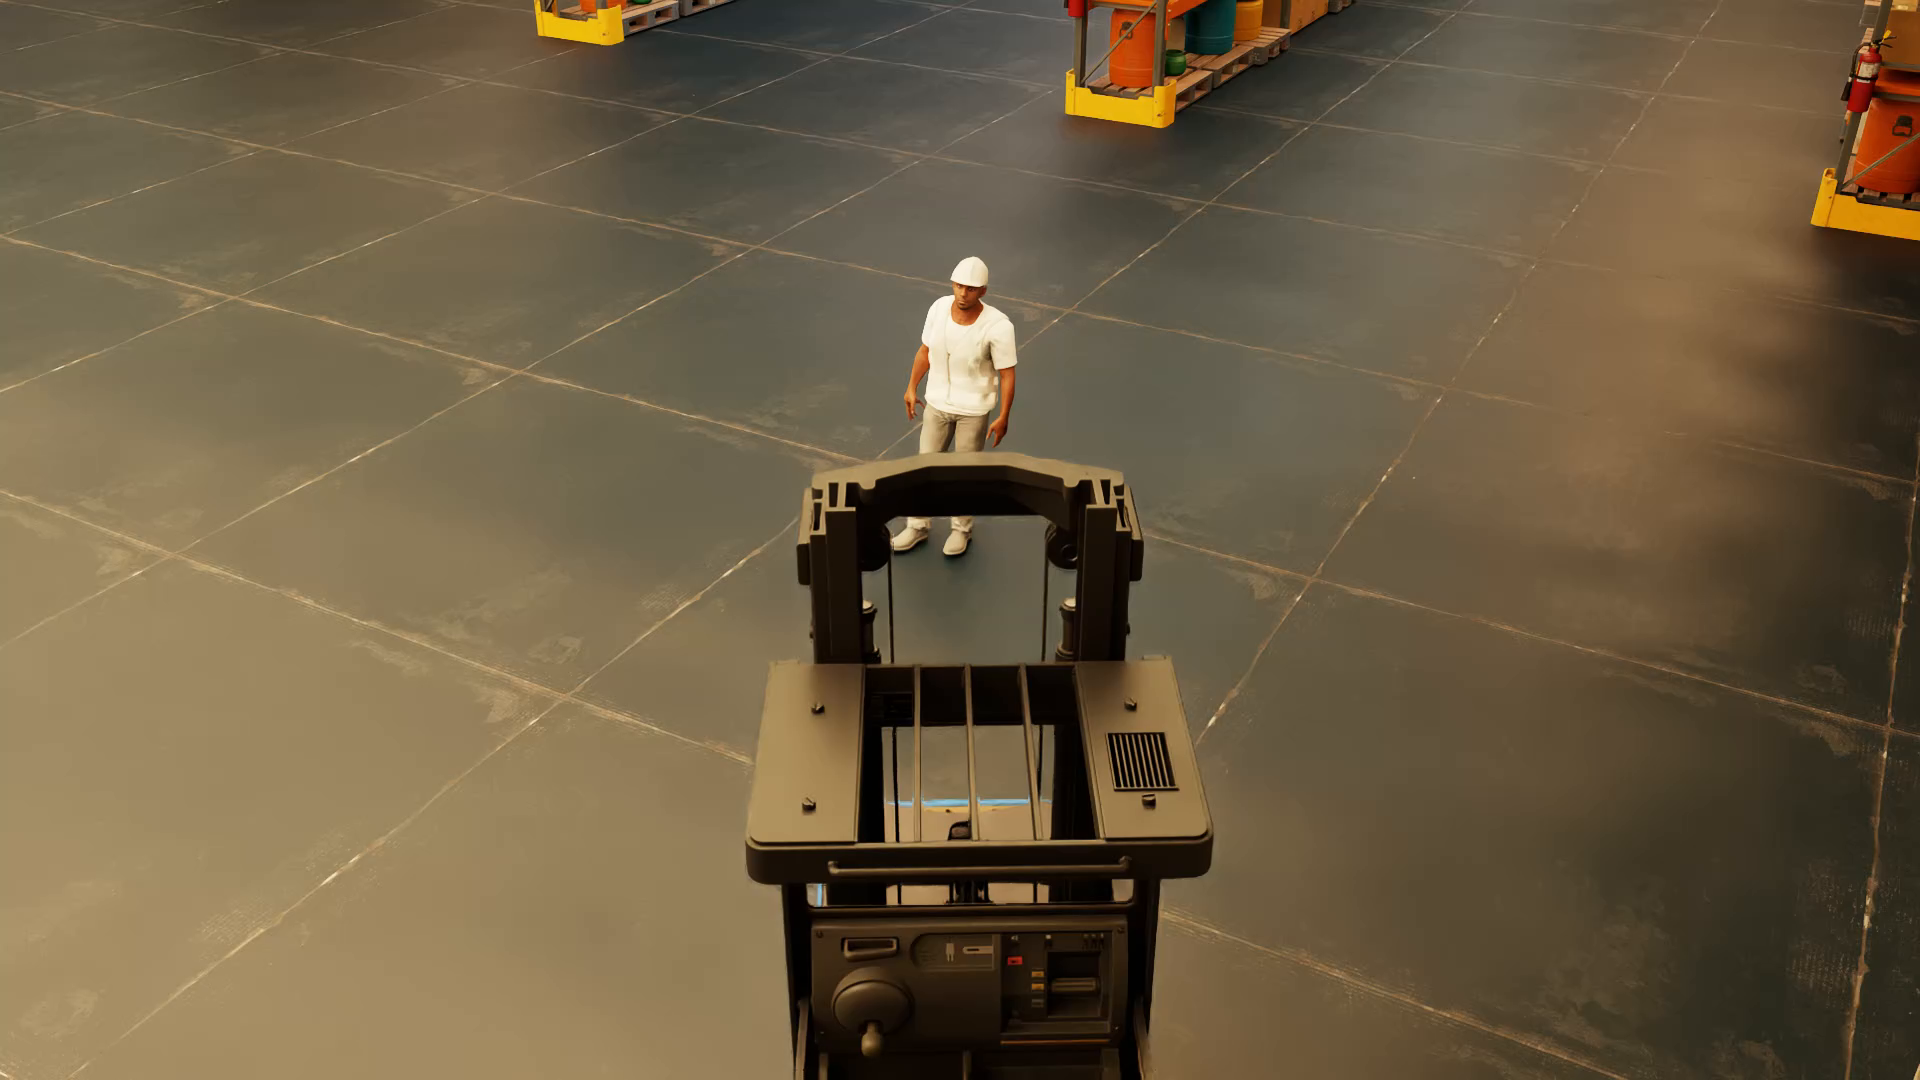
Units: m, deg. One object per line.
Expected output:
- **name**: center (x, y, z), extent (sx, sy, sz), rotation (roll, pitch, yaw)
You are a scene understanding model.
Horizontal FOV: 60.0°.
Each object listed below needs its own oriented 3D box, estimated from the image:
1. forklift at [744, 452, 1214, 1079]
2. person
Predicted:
- **forklift**: center (0.037, 1.358, 4.717), extent (1.130, 2.935, 3.031), rotation (-1, 30, -1)
- **person**: center (-0.039, -0.742, 9.507), extent (0.665, 1.768, 0.575), rotation (15, 33, 25)
